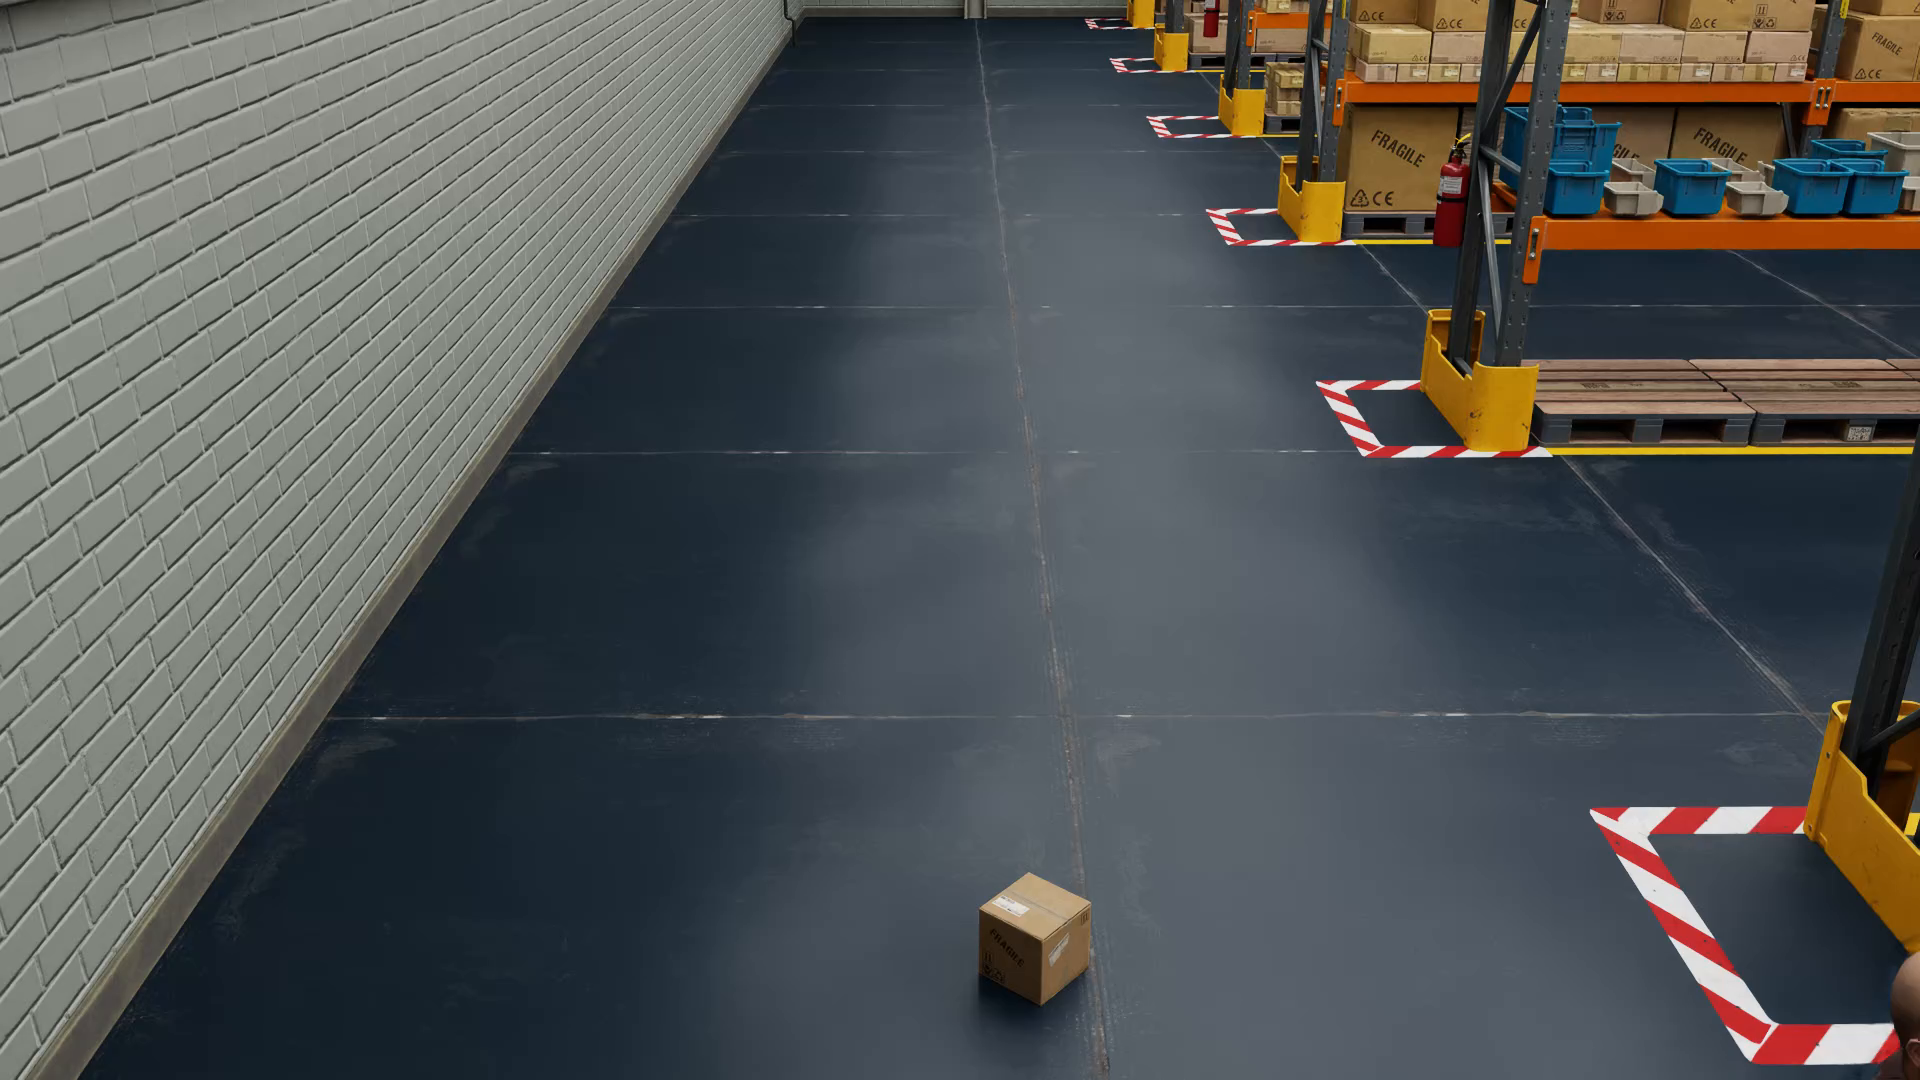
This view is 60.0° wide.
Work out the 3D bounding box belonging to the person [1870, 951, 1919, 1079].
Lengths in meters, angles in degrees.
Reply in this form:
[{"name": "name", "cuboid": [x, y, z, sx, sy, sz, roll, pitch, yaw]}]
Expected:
[{"name": "person", "cuboid": [1.542, 1.464, 2.753, 0.592, 1.790, 0.490, -10, 26, -21]}]
